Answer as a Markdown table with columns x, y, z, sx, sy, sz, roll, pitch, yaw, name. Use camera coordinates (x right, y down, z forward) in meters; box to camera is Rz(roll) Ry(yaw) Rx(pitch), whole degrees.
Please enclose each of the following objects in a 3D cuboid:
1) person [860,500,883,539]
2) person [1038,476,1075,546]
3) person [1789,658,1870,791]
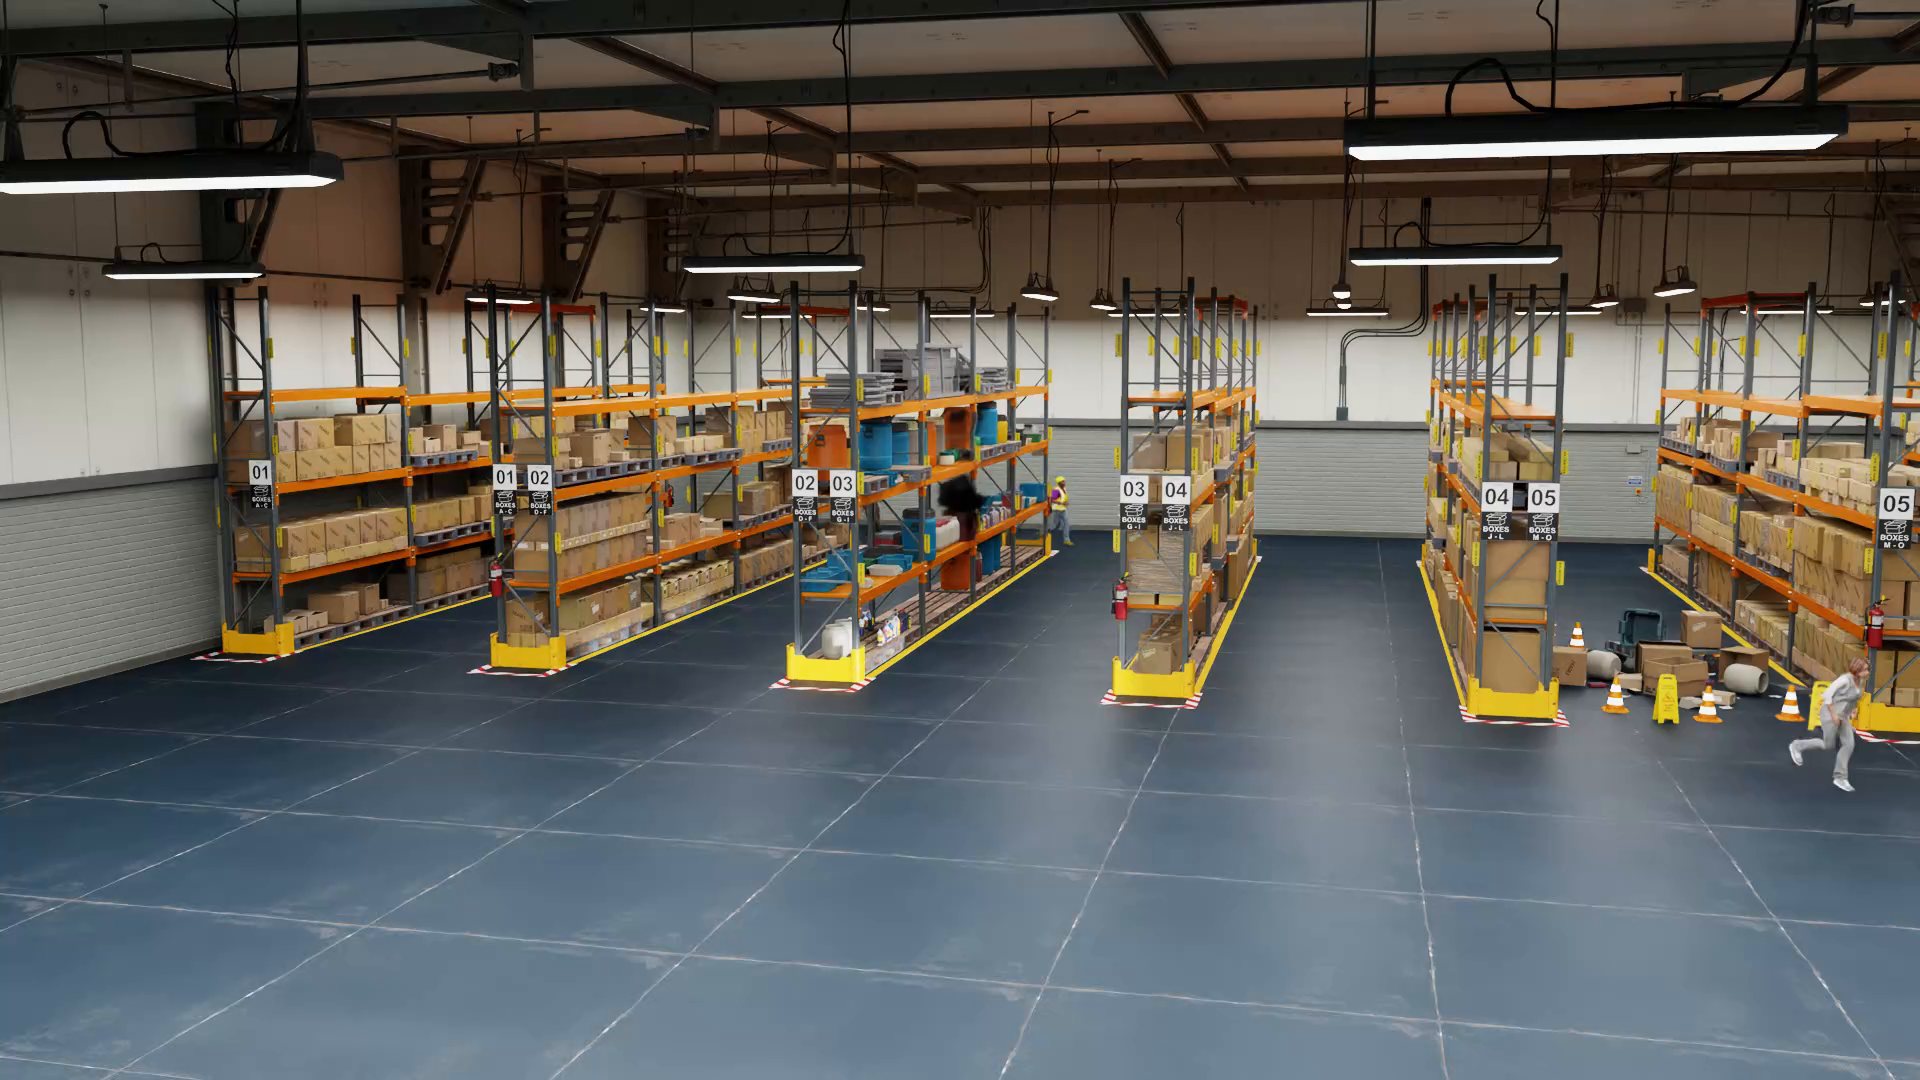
| x | y | z | sx | sy | sz | roll | pitch | yaw | name |
| --- | --- | --- | --- | --- | --- | --- | --- | --- | --- |
| -2.292 | -0.746 | 42.640 | 0.750 | 1.774 | 0.877 | -6 | 9 | -43 | person |
| 2.505 | -0.745 | 42.482 | 0.947 | 1.770 | 0.710 | 3 | 7 | 26 | person |
| 10.021 | 2.069 | 19.185 | 0.548 | 1.548 | 0.859 | -5 | 8 | -36 | person |
